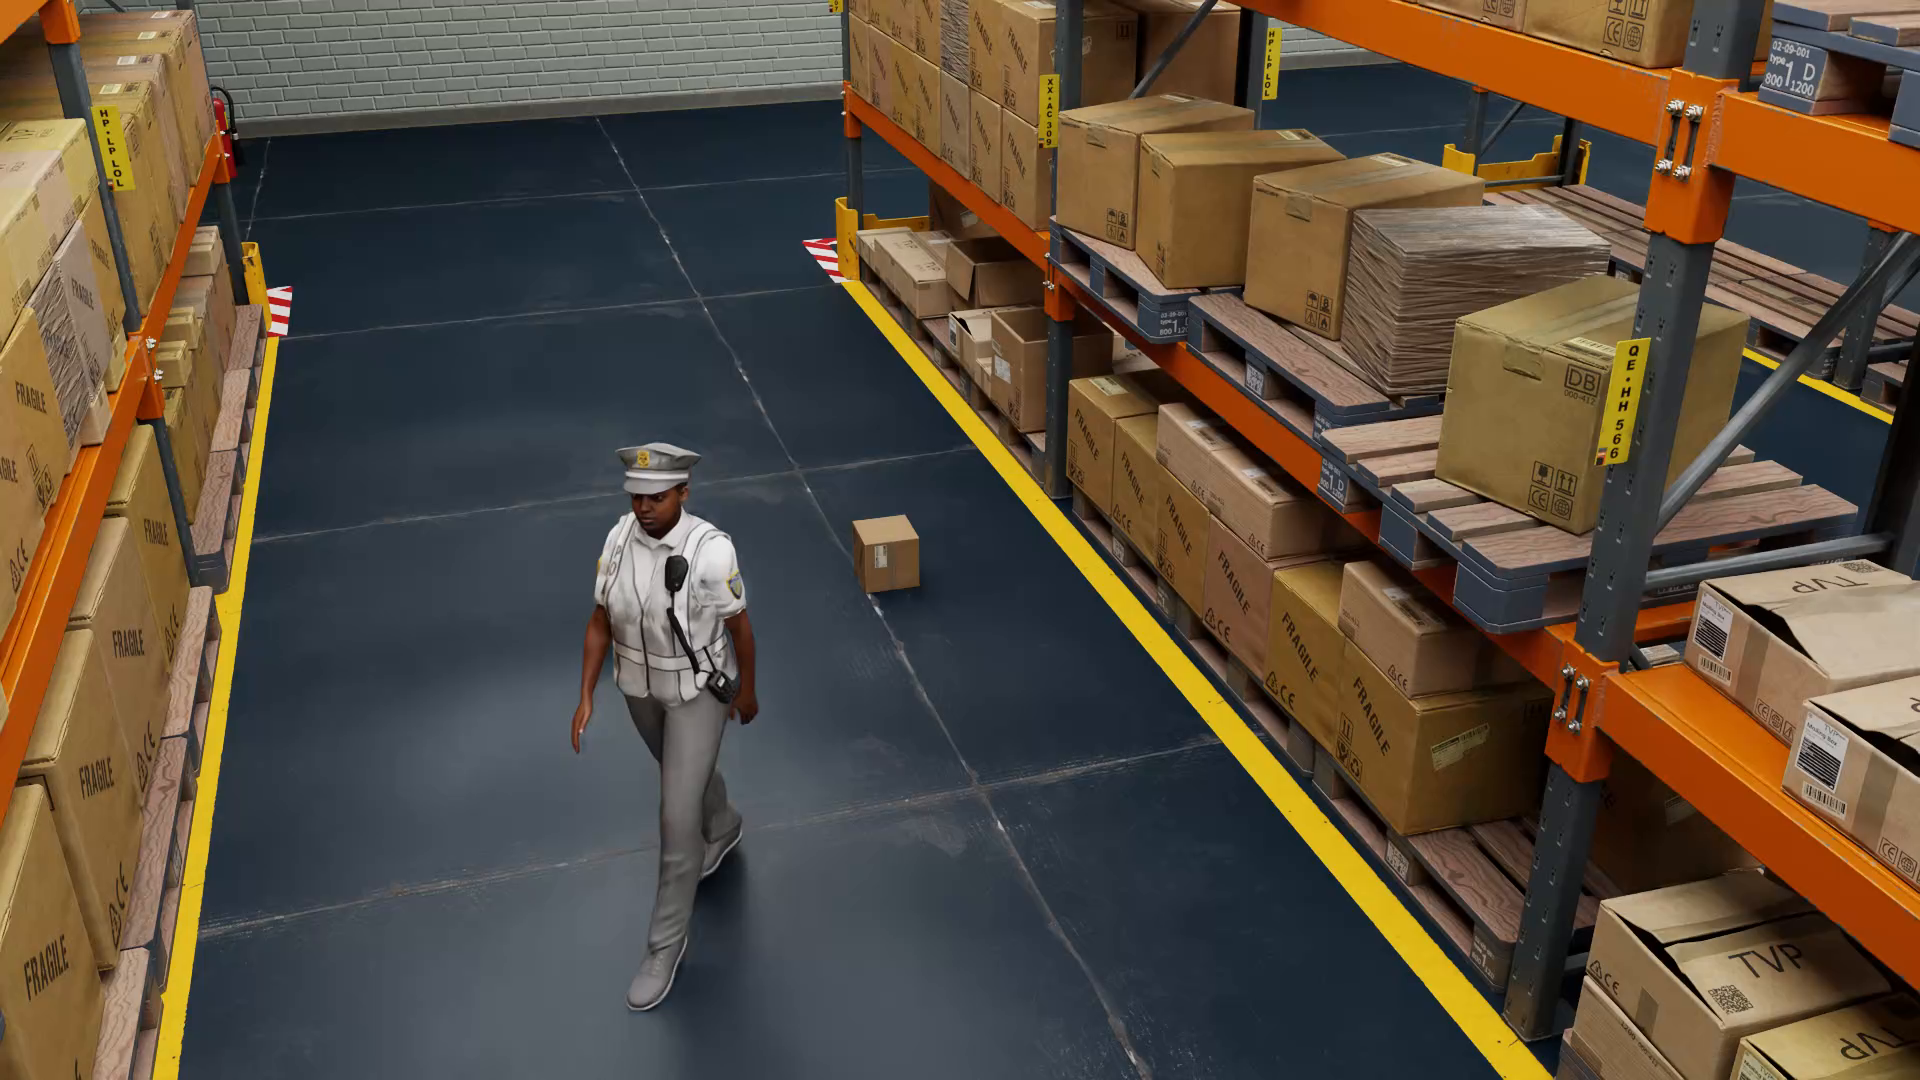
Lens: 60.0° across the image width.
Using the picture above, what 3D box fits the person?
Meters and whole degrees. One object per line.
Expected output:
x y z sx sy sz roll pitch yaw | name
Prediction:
-0.917 0.497 5.092 0.457 1.691 0.855 12 29 22 | person
